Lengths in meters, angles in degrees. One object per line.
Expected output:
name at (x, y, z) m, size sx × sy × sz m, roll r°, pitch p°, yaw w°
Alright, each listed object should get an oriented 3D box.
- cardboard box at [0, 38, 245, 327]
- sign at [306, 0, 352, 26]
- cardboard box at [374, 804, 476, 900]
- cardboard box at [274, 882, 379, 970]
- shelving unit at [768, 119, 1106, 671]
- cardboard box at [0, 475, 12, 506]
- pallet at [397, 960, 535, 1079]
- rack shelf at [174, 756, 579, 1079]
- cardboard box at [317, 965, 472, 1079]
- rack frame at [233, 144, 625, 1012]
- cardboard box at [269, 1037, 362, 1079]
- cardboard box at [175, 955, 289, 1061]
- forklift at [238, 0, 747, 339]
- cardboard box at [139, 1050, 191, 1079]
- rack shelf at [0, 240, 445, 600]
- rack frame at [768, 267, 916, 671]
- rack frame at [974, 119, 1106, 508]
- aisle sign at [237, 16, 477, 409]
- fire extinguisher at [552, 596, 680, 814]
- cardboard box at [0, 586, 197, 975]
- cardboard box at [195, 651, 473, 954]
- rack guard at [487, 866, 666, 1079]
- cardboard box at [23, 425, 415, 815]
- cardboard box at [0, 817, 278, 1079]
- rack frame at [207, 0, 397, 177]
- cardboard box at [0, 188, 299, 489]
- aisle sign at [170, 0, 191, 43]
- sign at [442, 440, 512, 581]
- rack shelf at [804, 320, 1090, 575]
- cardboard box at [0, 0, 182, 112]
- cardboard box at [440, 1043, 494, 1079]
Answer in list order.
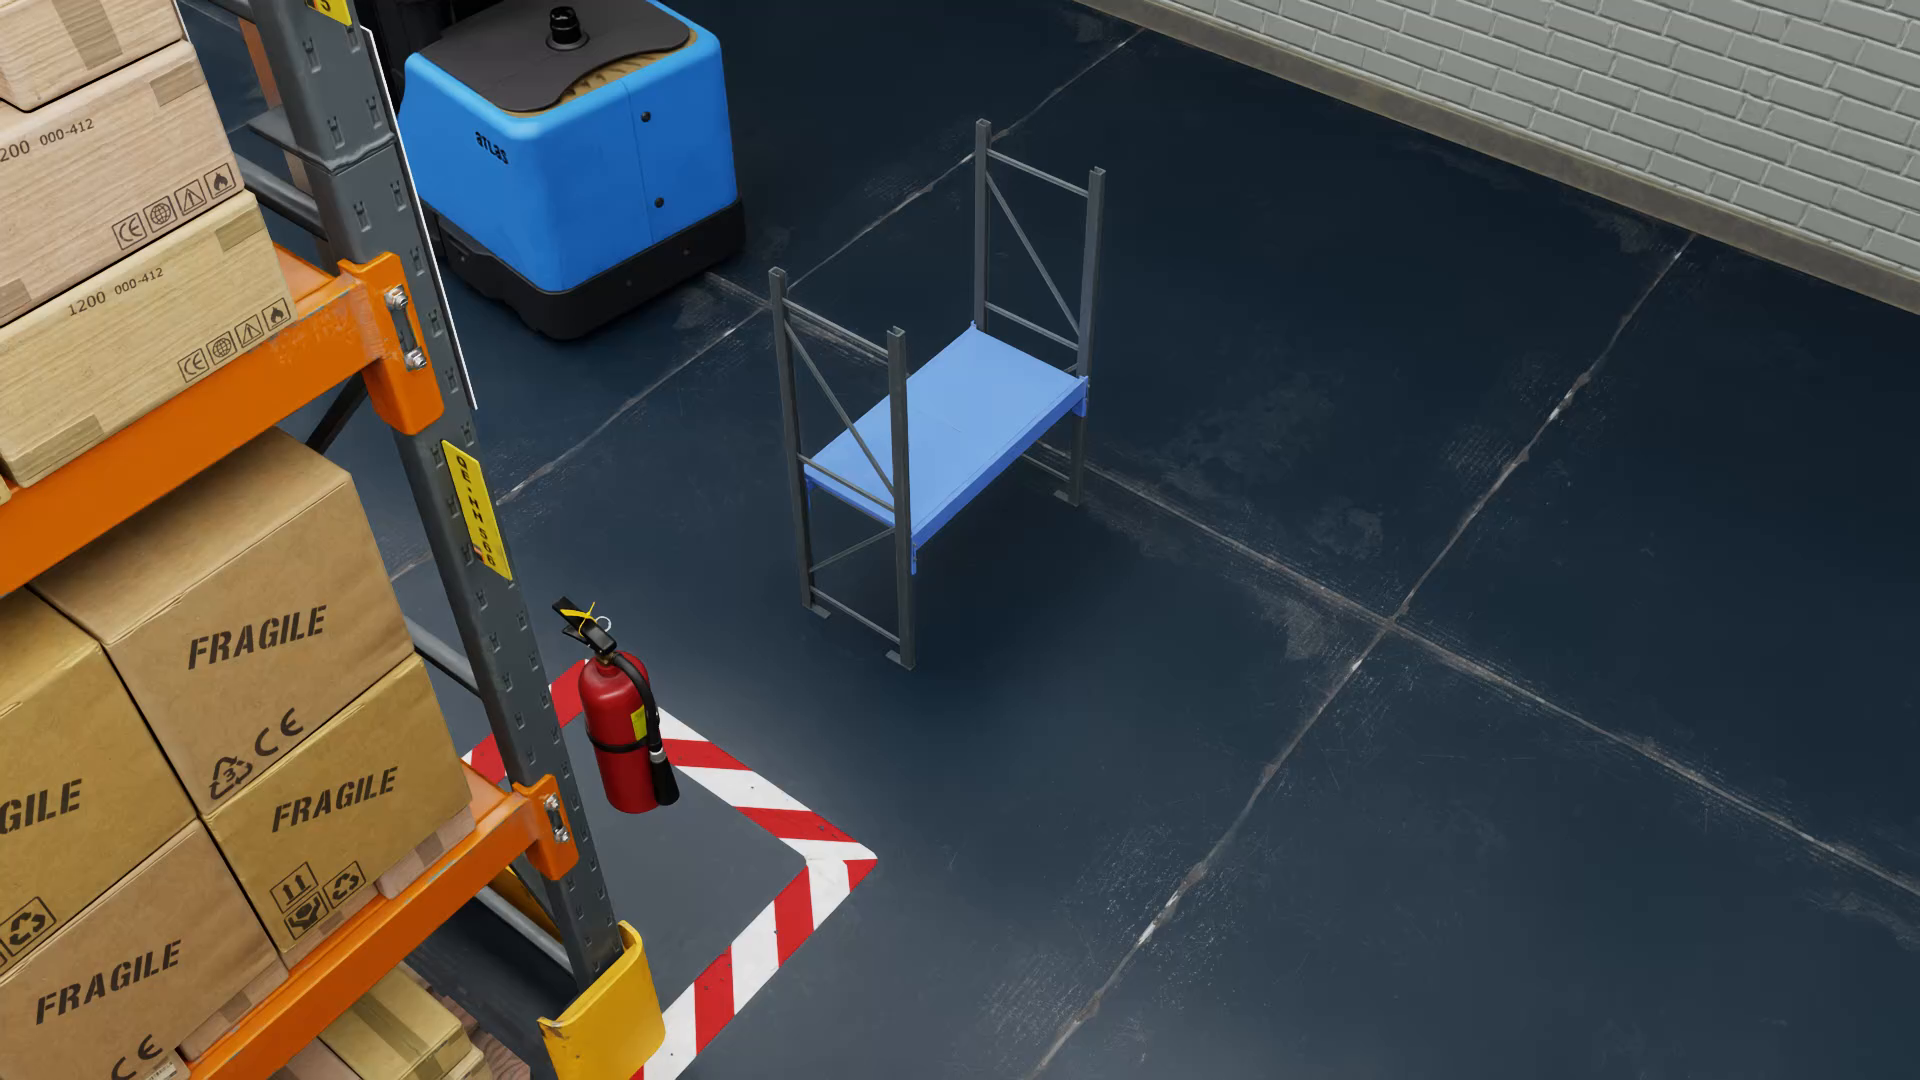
cardboard box at (-1.437, -0.582, 2.415) m, size 0.500 × 0.250 × 0.500 m, roll 28°, pitch 52°, yaw 24°
sign at (-0.930, -0.886, 2.335) m, size 0.100 × 0.325 × 0.005 m, roll 29°, pitch 53°, yaw 25°
cardboard box at (-1.332, 0.597, 3.779) m, size 0.380 × 0.149 × 0.250 m, roll 29°, pitch 53°, yaw 25°
cardboard box at (-1.514, 0.723, 3.658) m, size 0.380 × 0.149 × 0.250 m, roll 29°, pitch 53°, yaw 25°
shelving unit at (-0.052, -0.469, 5.661) m, size 0.538 × 1.500 × 1.048 m, roll 29°, pitch 53°, yaw 25°
cardboard box at (-1.732, -0.113, 2.313) m, size 0.500 × 0.250 × 0.500 m, roll 29°, pitch 53°, yaw 25°
pallet at (-1.928, 1.655, 4.523) m, size 1.003 × 0.211 × 1.213 m, roll 29°, pitch 53°, yaw 25°
rack shelf at (-2.579, 1.592, 3.152) m, size 1.077 × 0.370 × 4.000 m, roll 29°, pitch 53°, yaw 25°
cardboard box at (-1.480, 1.248, 4.253) m, size 0.380 × 0.149 × 0.250 m, roll 30°, pitch 53°, yaw 25°
rack frame at (-1.357, 0.199, 3.985) m, size 1.000 × 3.000 × 0.127 m, roll 29°, pitch 53°, yaw 25°
cardboard box at (-1.679, 1.367, 4.140) m, size 0.380 × 0.149 × 0.250 m, roll 30°, pitch 53°, yaw 26°
cardboard box at (-1.655, 0.873, 3.515) m, size 0.380 × 0.149 × 0.250 m, roll 29°, pitch 53°, yaw 25°
forklift at (-2.346, -2.814, 6.911) m, size 1.130 × 2.935 × 3.031 m, roll -36°, pitch 56°, yaw -29°
cardboard box at (-1.793, 1.030, 3.366) m, size 0.380 × 0.149 × 0.250 m, roll 31°, pitch 54°, yaw 26°
rack shelf at (-2.579, 0.556, 2.068) m, size 1.077 × 0.370 × 4.000 m, roll 29°, pitch 53°, yaw 25°
rack frame at (-0.363, -0.178, 5.383) m, size 0.500 × 1.500 × 0.032 m, roll 29°, pitch 53°, yaw 25°
rack frame at (0.259, -0.760, 5.939) m, size 0.500 × 1.500 × 0.032 m, roll 29°, pitch 53°, yaw 25°
aisle sign at (-1.074, -0.608, 2.958) m, size 0.394 × 0.787 × 0.004 m, roll 29°, pitch 53°, yaw 25°
fire extinguisher at (-0.837, 0.415, 4.091) m, size 0.296 × 0.674 × 0.183 m, roll 29°, pitch 53°, yaw 25°
cardboard box at (-1.749, 0.378, 2.848) m, size 0.500 × 0.500 × 0.500 m, roll 27°, pitch 52°, yaw 24°
cardboard box at (-1.428, 0.433, 3.487) m, size 0.500 × 0.500 × 0.500 m, roll 30°, pitch 53°, yaw 26°
rack guard at (-1.403, 1.106, 4.848) m, size 1.175 × 0.500 × 0.348 m, roll 29°, pitch 53°, yaw 25°
cardboard box at (-1.440, 0.088, 3.125) m, size 0.500 × 0.500 × 0.500 m, roll 28°, pitch 52°, yaw 24°
cardboard box at (-1.747, 0.725, 3.208) m, size 0.500 × 0.500 × 0.500 m, roll 28°, pitch 53°, yaw 24°
rack frame at (-1.357, -1.873, 1.816) m, size 1.000 × 3.000 × 0.127 m, roll 29°, pitch 53°, yaw 25°
cardboard box at (-1.425, -0.408, 2.595) m, size 0.500 × 0.250 × 0.500 m, roll 28°, pitch 52°, yaw 24°
aisle sign at (-1.549, -0.873, 3.212) m, size 0.394 × 0.787 × 0.004 m, roll 29°, pitch 53°, yaw 25°
sign at (-0.930, -0.053, 3.207) m, size 0.100 × 0.325 × 0.005 m, roll 29°, pitch 53°, yaw 25°
rack shelf at (-0.052, -0.345, 5.791) m, size 0.538 × 0.185 × 1.000 m, roll 29°, pitch 53°, yaw 25°
cardboard box at (-1.327, -0.775, 2.324) m, size 0.380 × 0.149 × 0.250 m, roll 29°, pitch 53°, yaw 25°
cardboard box at (-1.453, 1.364, 4.348) m, size 0.380 × 0.149 × 0.250 m, roll 28°, pitch 52°, yaw 24°
